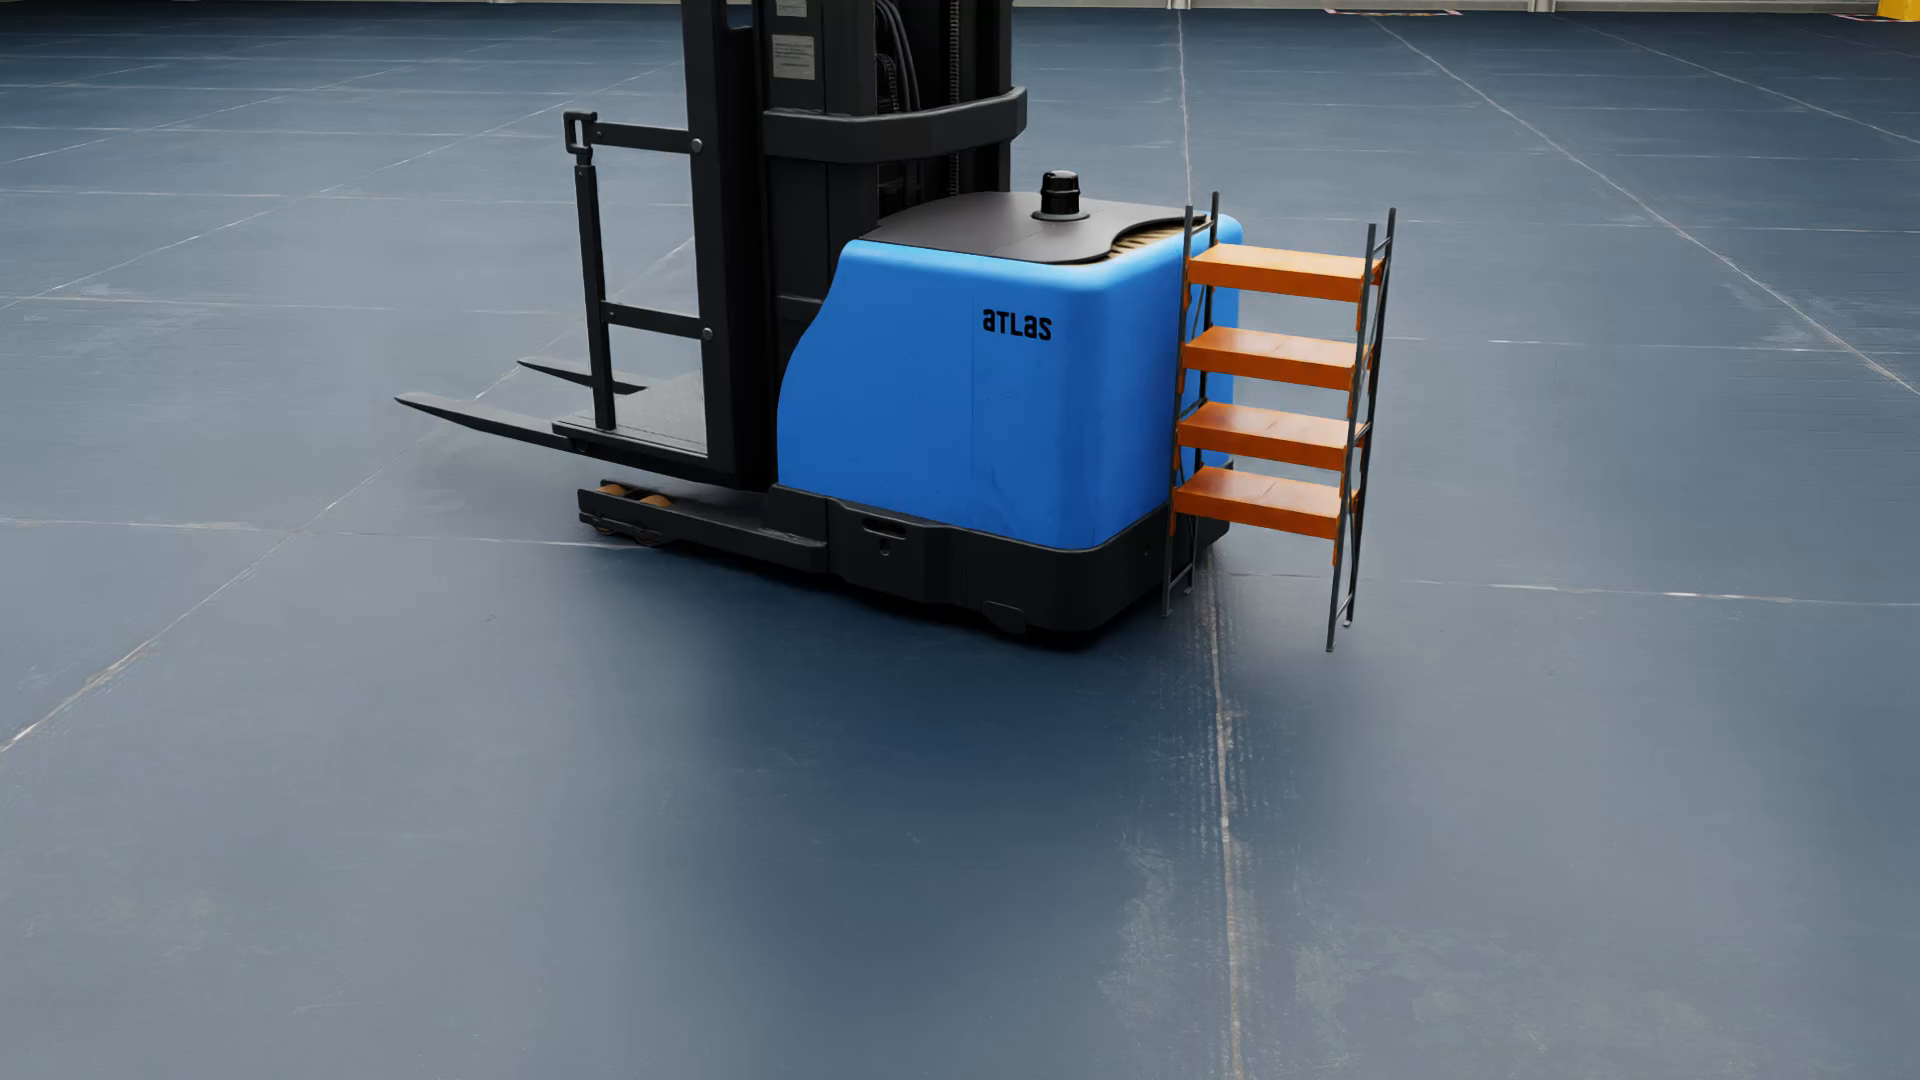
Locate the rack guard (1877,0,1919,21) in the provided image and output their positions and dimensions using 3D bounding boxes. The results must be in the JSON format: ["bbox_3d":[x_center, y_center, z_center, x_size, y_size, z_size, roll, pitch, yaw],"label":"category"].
[{"bbox_3d":[14.941,-8.517,26.304,0.348,0.500,1.175,2,22,6],"label":"rack guard"}]

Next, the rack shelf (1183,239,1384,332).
[{"bbox_3d":[0.874,-0.690,4.476,0.480,0.148,0.258,11,24,24],"label":"rack shelf"}]

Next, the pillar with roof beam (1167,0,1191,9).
[{"bbox_3d":[3.239,-11.706,22.810,0.400,9.000,9.100,2,22,6],"label":"pillar with roof beam"}]

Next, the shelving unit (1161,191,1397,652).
[{"bbox_3d":[0.871,-0.326,4.624,0.503,1.200,0.258,11,24,24],"label":"shelving unit"}]

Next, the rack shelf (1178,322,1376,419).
[{"bbox_3d":[0.872,-0.471,4.565,0.480,0.148,0.258,11,24,24],"label":"rack shelf"}]

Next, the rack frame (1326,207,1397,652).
[{"bbox_3d":[1.089,-0.283,4.522,0.015,1.200,0.240,11,24,24],"label":"rack frame"}]

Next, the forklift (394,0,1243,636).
[{"bbox_3d":[-0.652,-1.488,5.218,3.031,2.935,1.130,13,25,30],"label":"forklift"}]

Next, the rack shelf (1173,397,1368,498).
[{"bbox_3d":[0.870,-0.264,4.649,0.480,0.148,0.258,11,24,24],"label":"rack shelf"}]

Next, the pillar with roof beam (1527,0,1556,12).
[{"bbox_3d":[9.197,-11.446,22.153,0.400,9.000,9.100,2,22,6],"label":"pillar with roof beam"}]

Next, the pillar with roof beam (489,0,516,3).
[{"bbox_3d":[-8.678,-12.225,24.123,0.400,9.000,9.100,2,22,6],"label":"pillar with roof beam"}]

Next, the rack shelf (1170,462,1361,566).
[{"bbox_3d":[0.868,-0.080,4.723,0.480,0.148,0.258,11,24,24],"label":"rack shelf"}]

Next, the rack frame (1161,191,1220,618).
[{"bbox_3d":[0.653,-0.369,4.725,0.015,1.200,0.240,11,24,24],"label":"rack frame"}]
